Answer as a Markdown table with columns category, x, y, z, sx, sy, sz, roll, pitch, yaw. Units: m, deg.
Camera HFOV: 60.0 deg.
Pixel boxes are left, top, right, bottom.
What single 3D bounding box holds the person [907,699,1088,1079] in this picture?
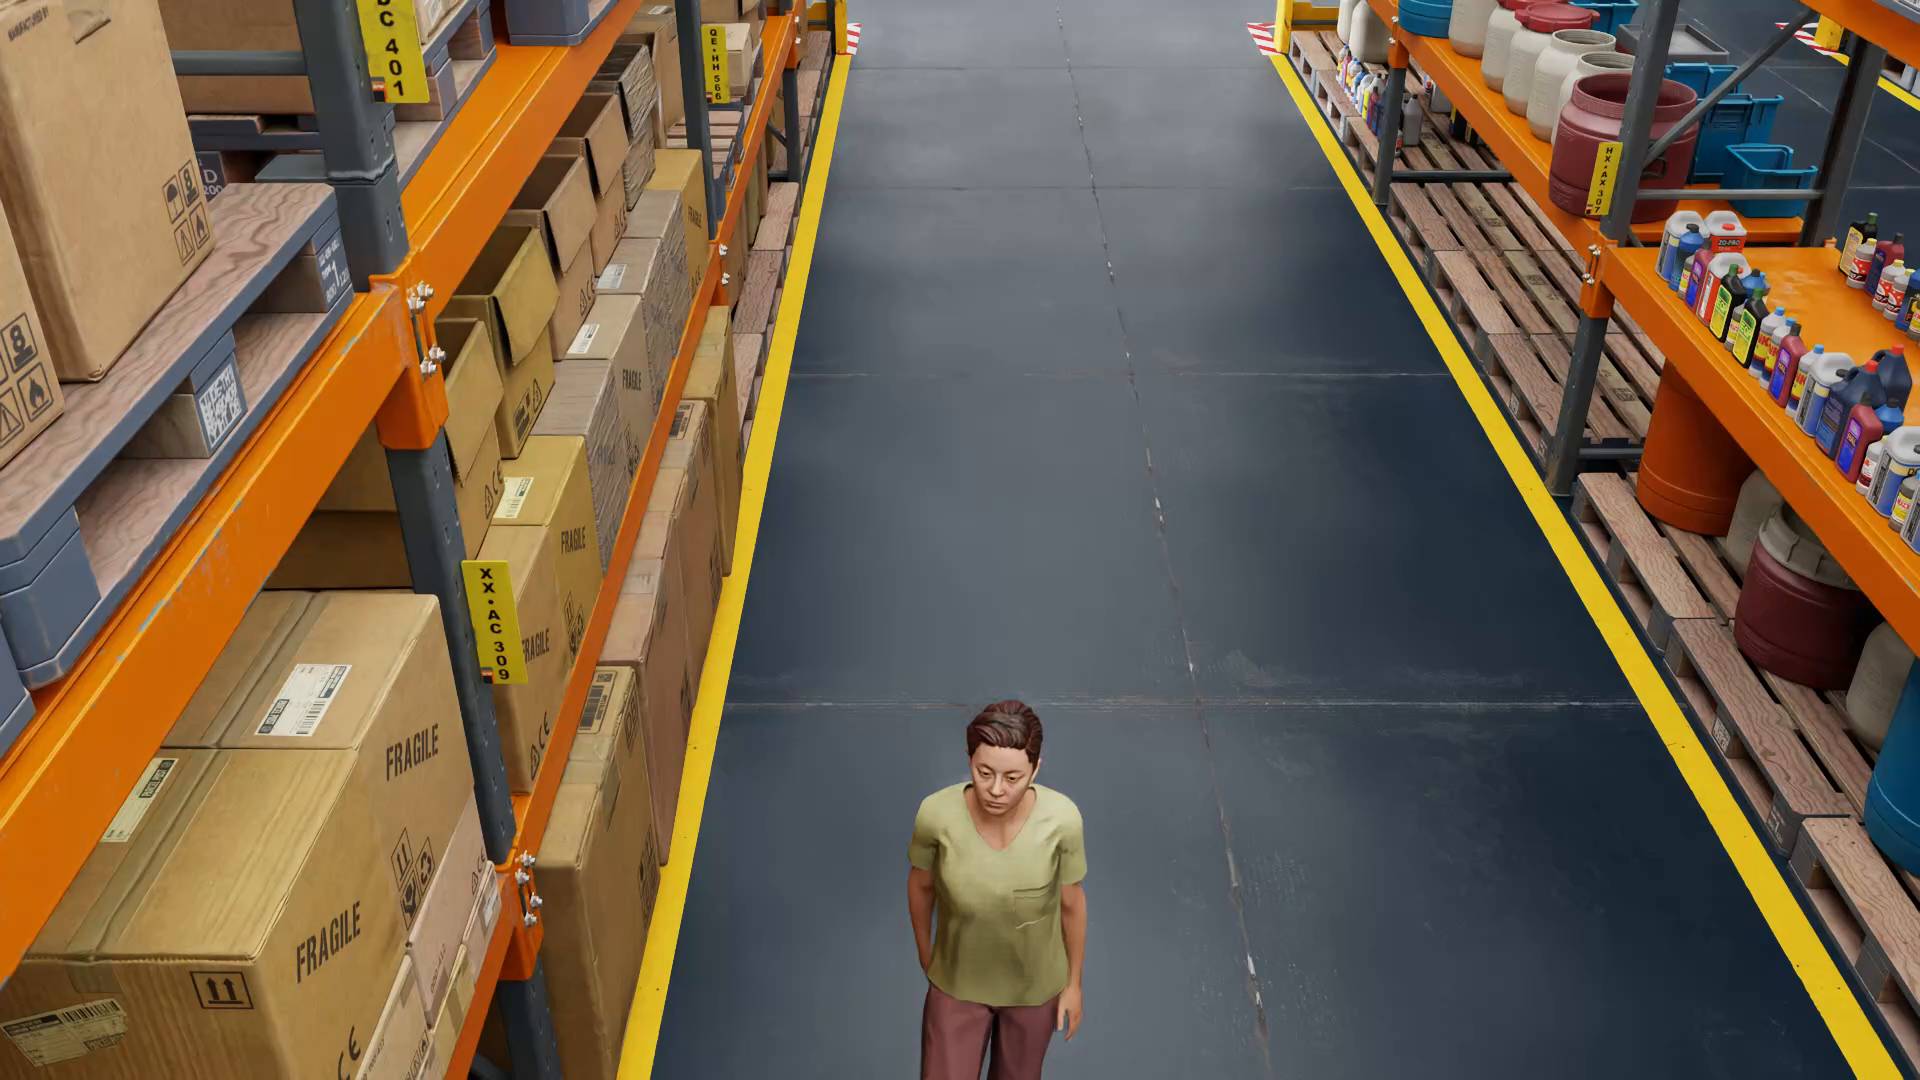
| category | x | y | z | sx | sy | sz | roll | pitch | yaw |
| --- | --- | --- | --- | --- | --- | --- | --- | --- | --- |
| person | 0.093 | 1.141 | 4.243 | 0.452 | 1.670 | 0.457 | 0 | 32 | 0 |
